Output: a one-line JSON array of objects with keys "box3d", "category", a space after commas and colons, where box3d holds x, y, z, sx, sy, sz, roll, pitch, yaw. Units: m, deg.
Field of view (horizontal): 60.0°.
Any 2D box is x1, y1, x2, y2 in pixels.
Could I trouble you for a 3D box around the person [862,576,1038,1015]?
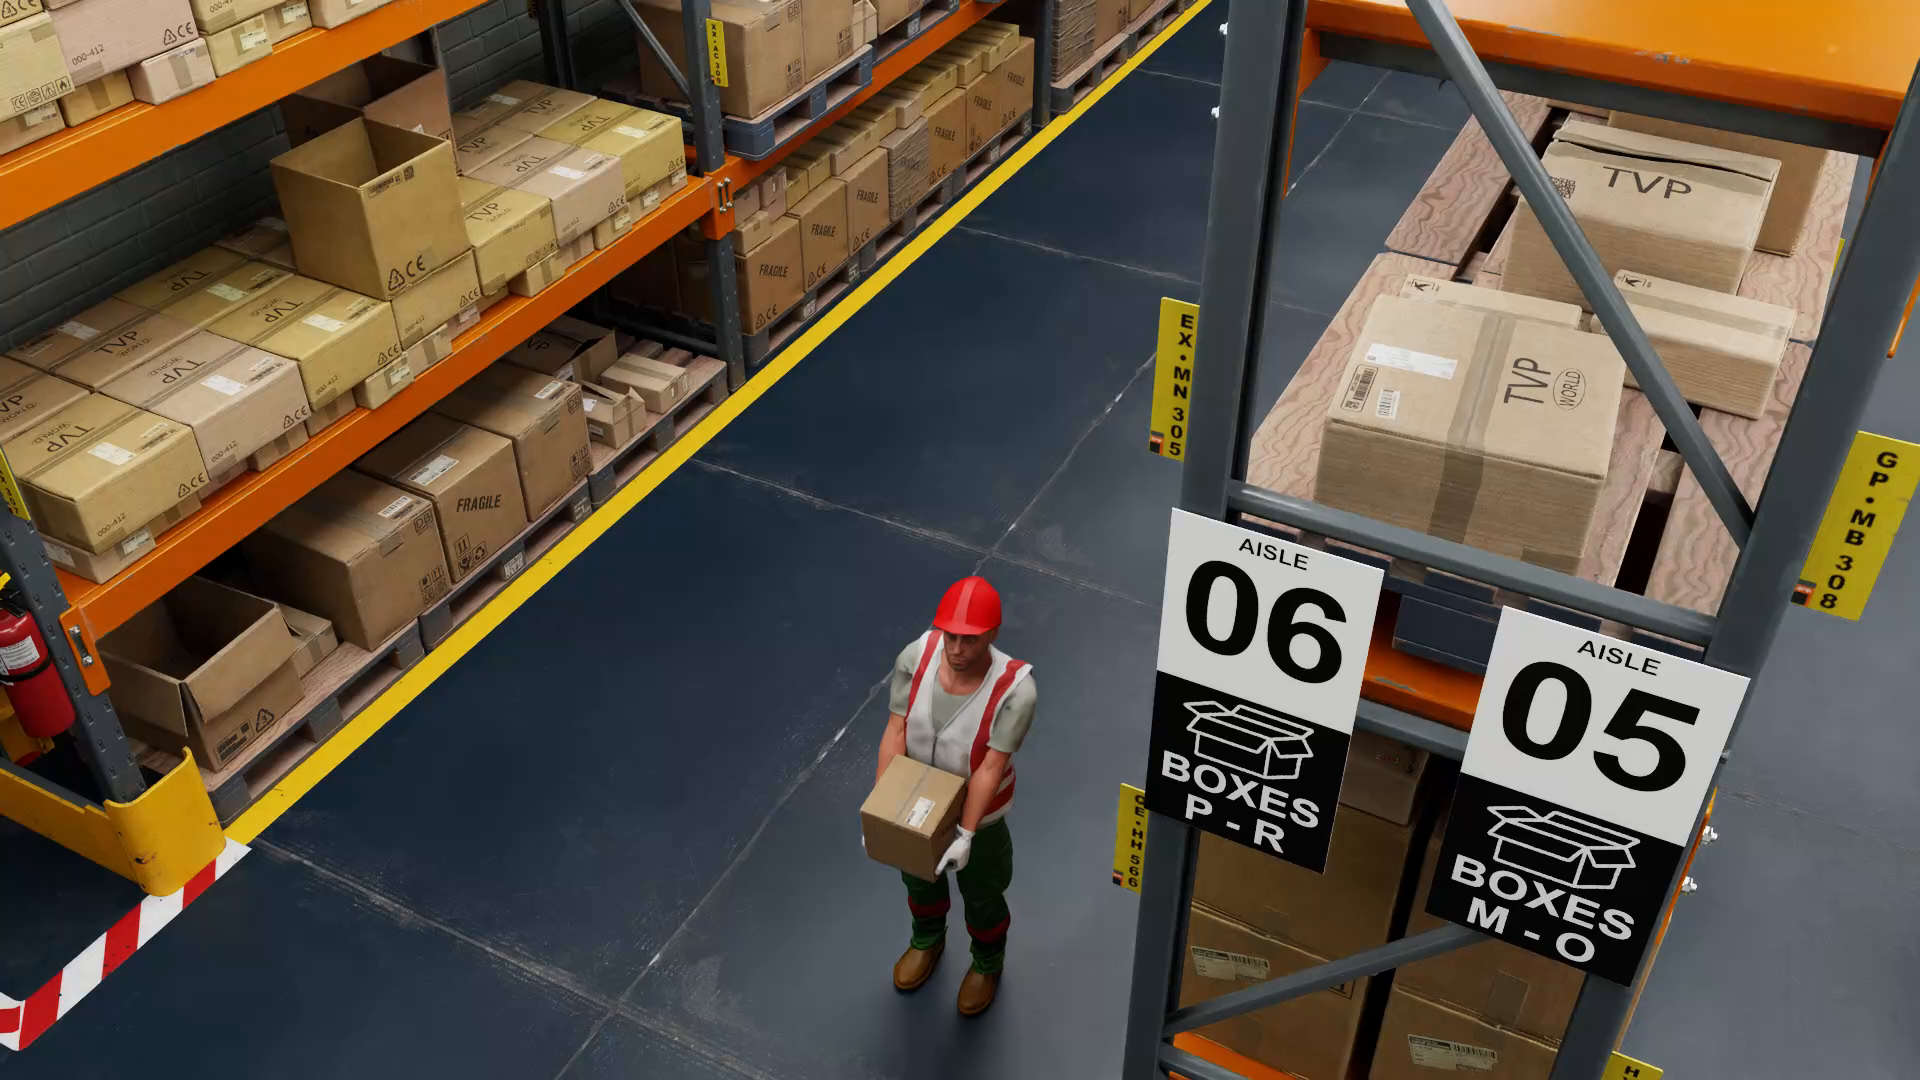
[{"box3d": [-0.050, 0.929, 5.529, 0.494, 1.782, 0.569, 17, 41, 21], "category": "person"}]
